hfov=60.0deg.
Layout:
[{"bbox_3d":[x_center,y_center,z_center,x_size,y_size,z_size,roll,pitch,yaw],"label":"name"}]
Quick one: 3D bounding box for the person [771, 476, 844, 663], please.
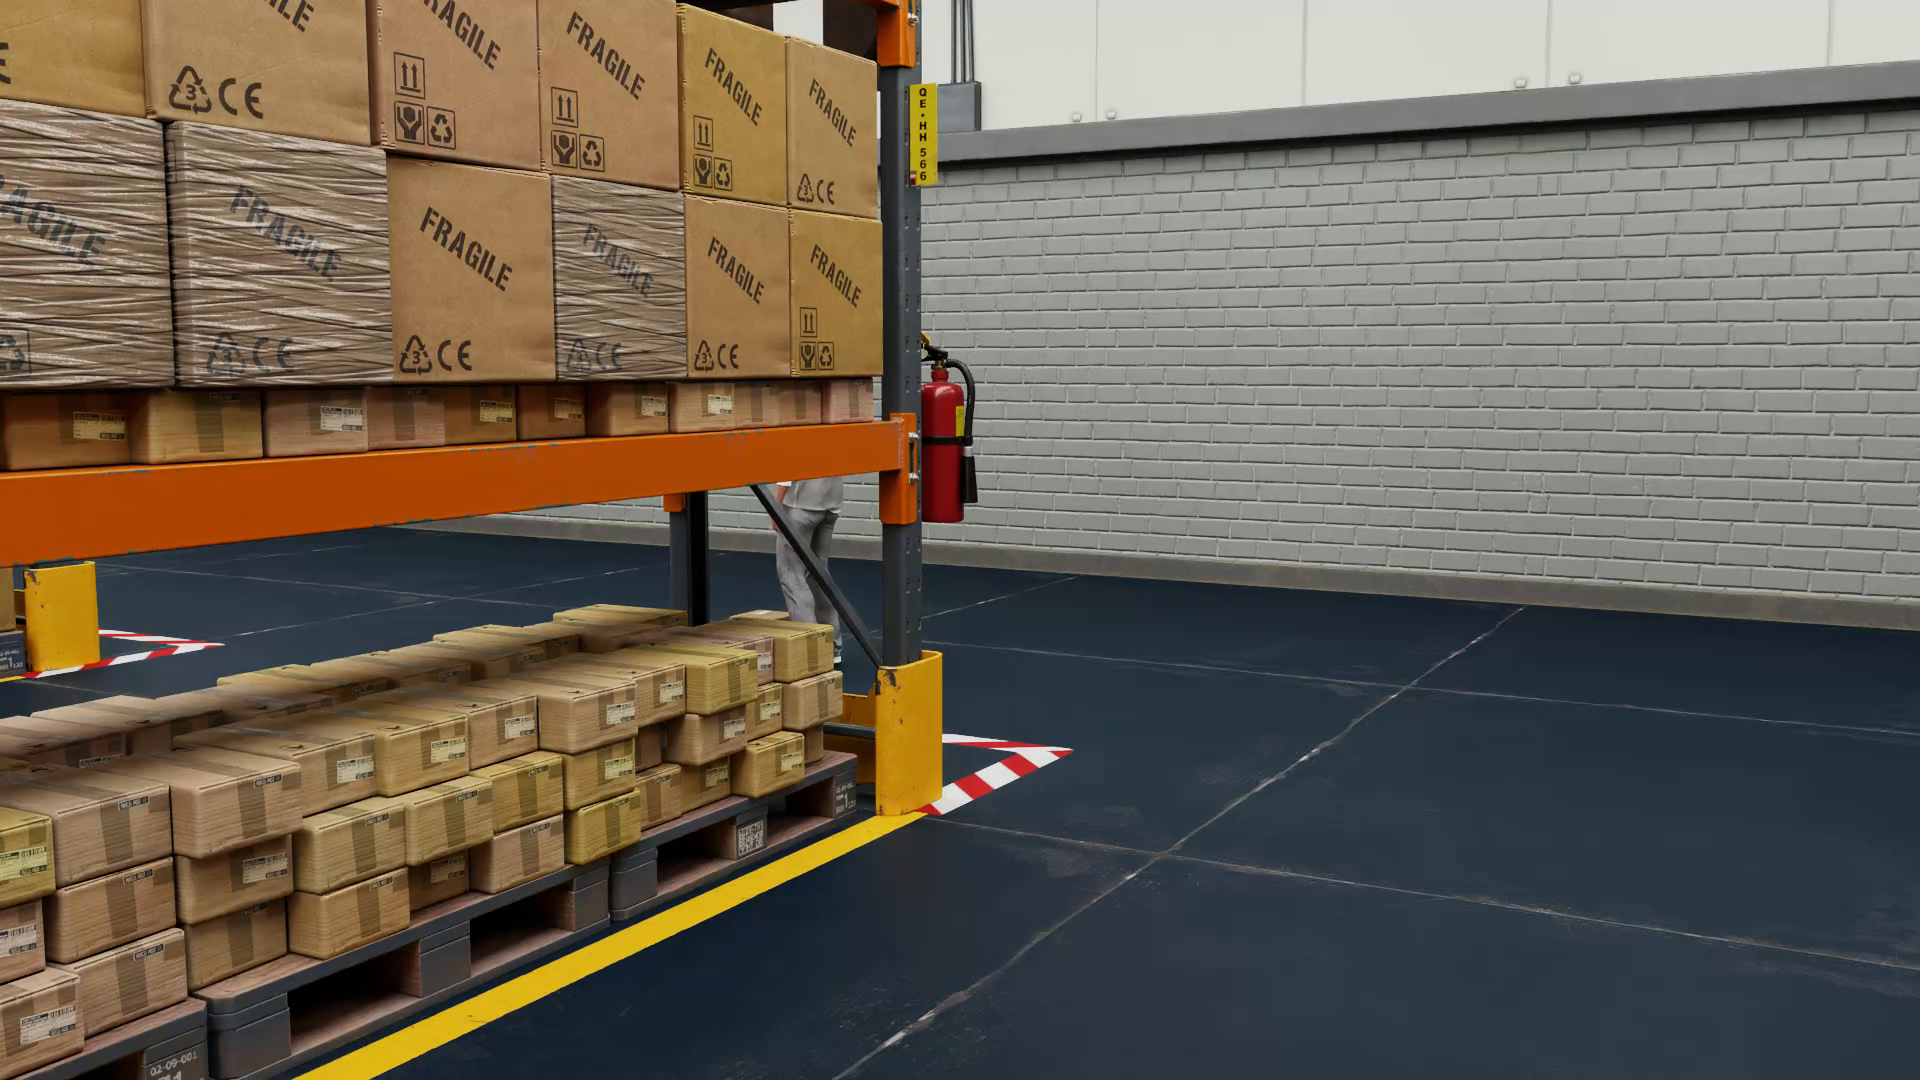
[{"bbox_3d":[-0.753,-0.156,8.069,0.350,1.581,0.473,3,7,27],"label":"person"}]
